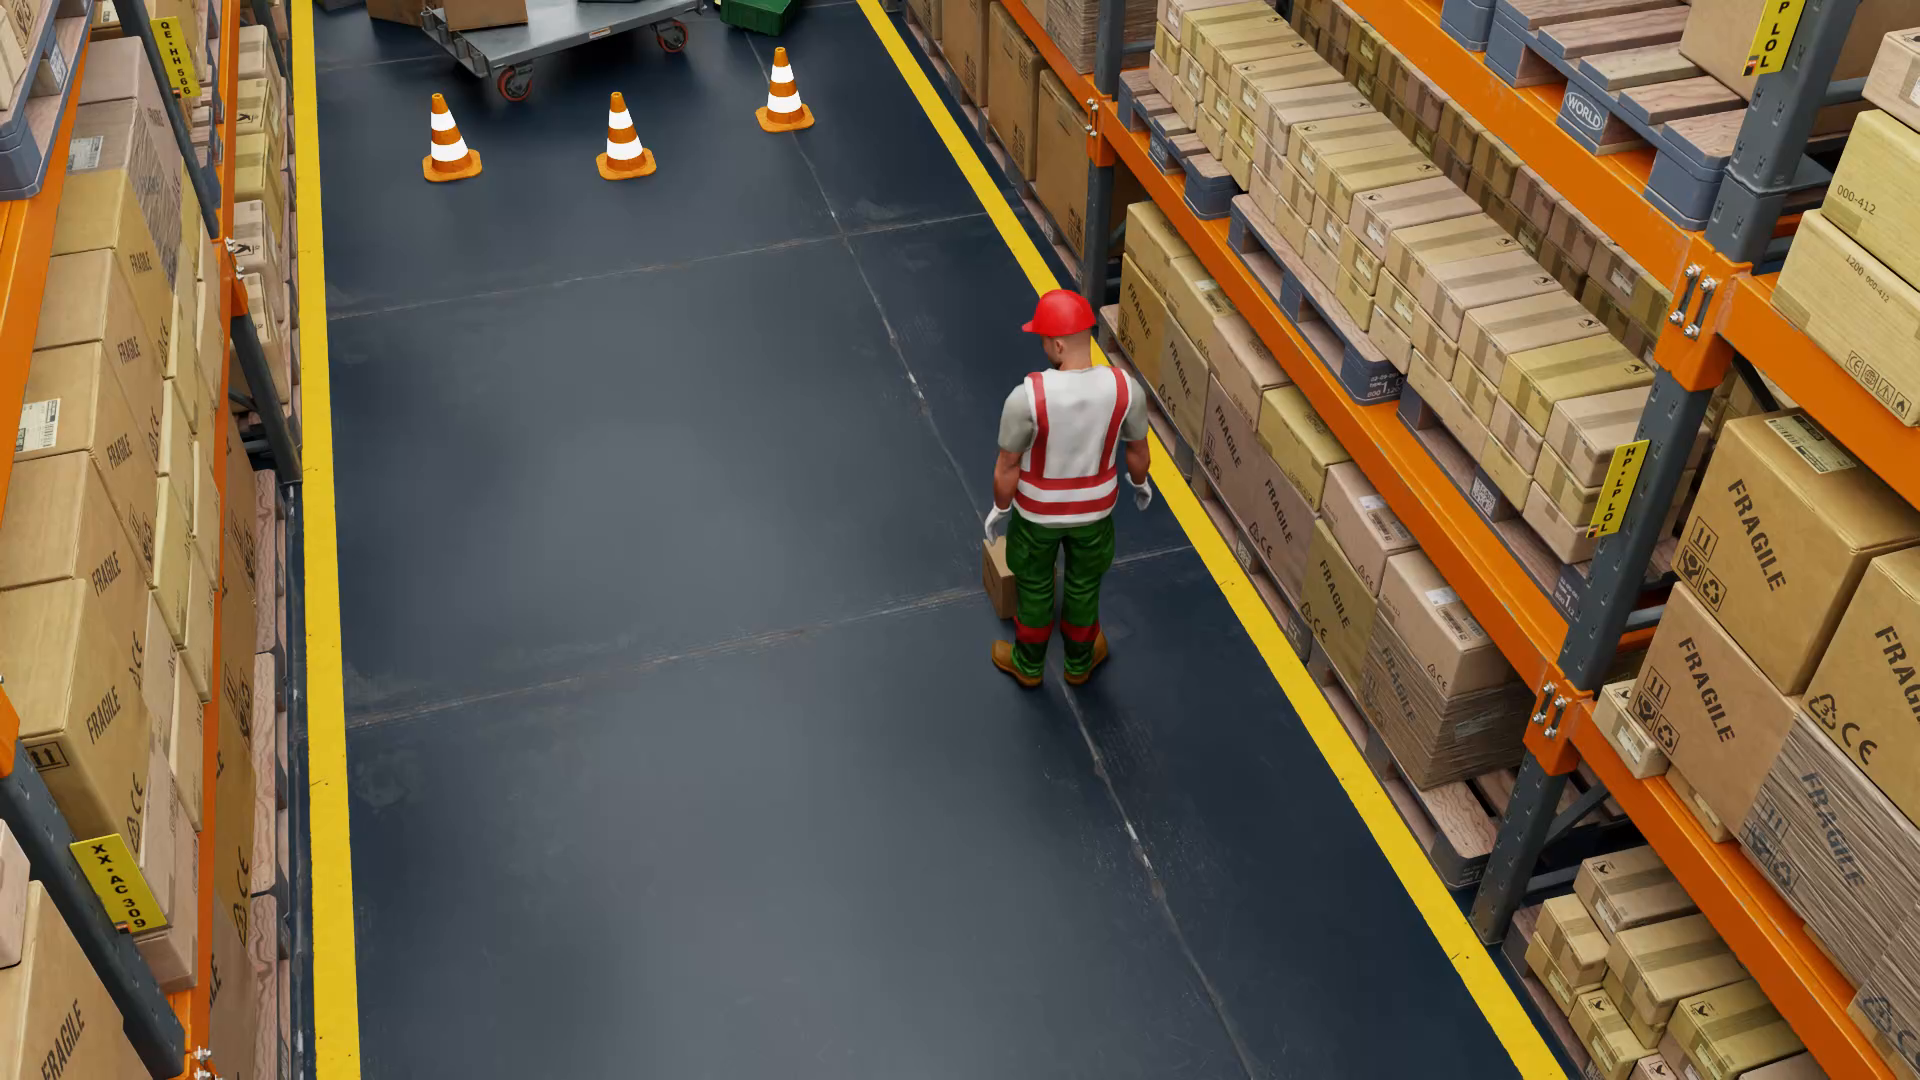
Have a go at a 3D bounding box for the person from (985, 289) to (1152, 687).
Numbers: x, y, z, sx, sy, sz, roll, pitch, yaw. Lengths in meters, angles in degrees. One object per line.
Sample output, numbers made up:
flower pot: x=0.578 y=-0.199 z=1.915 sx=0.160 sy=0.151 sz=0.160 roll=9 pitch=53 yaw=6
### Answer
person: x=0.414 y=-0.143 z=6.295 sx=0.658 sy=1.793 sz=0.386 roll=-4 pitch=42 yaw=-4
